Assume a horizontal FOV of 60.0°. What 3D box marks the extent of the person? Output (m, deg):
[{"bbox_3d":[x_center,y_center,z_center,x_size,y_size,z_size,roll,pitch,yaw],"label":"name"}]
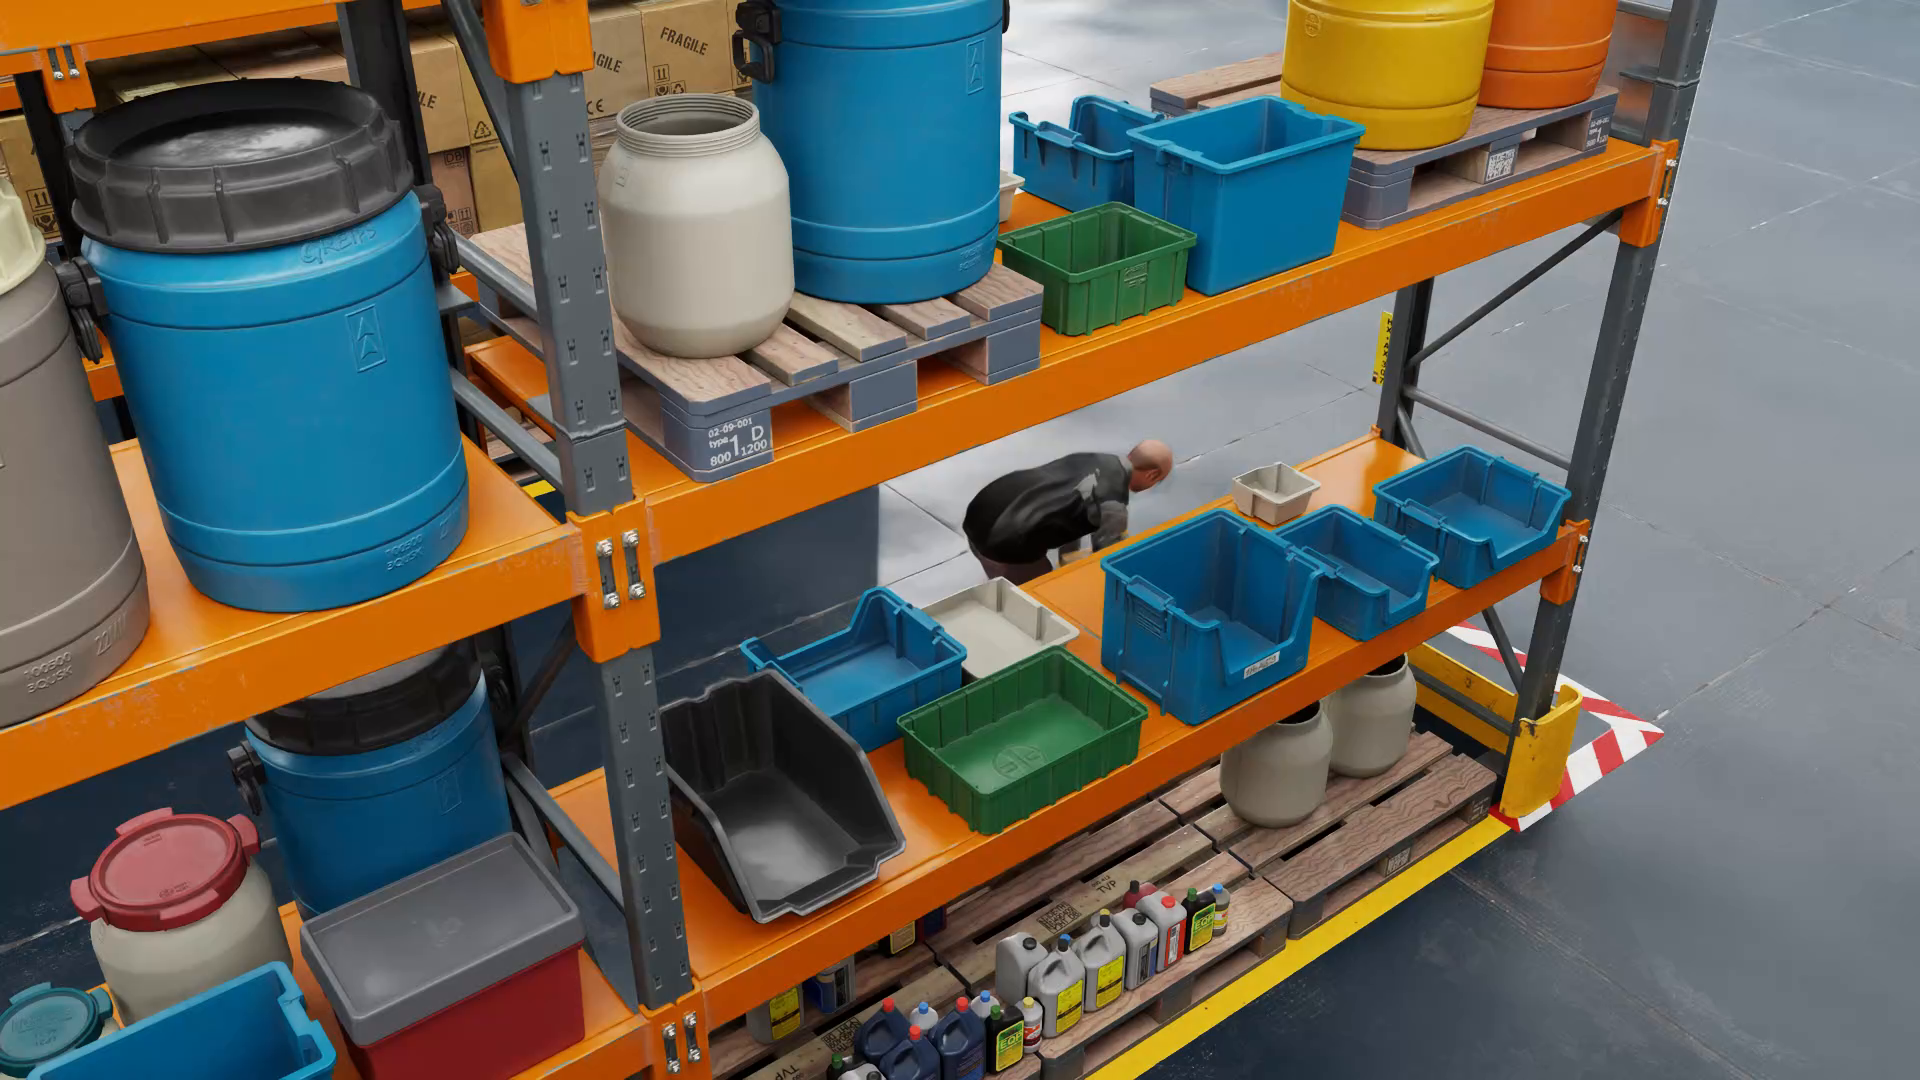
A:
[{"bbox_3d":[0.486,0.160,7.387,0.937,1.214,0.457,-11,34,-17],"label":"person"}]
